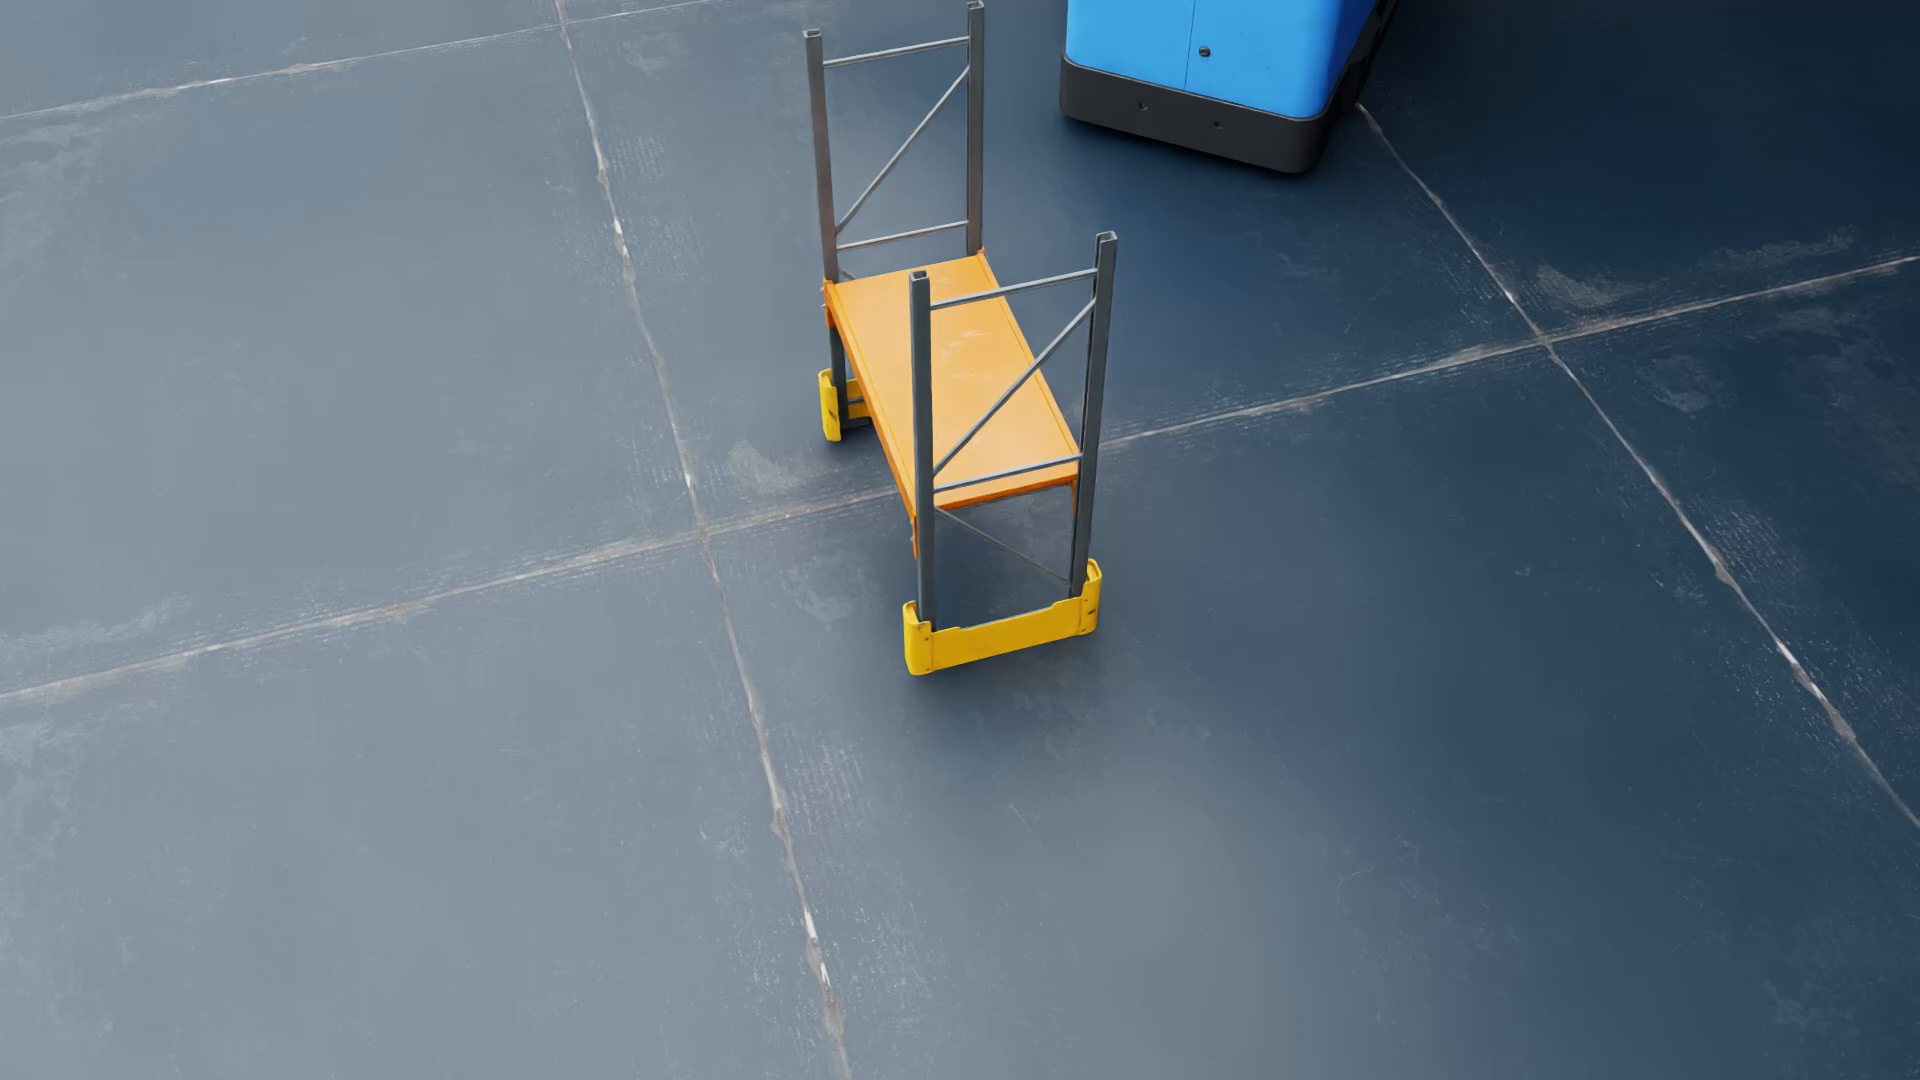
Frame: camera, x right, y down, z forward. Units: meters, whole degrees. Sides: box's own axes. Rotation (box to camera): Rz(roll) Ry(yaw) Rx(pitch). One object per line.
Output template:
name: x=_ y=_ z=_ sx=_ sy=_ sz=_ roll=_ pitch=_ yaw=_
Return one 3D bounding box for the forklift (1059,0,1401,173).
forklift: x=1.444 y=-3.491 z=6.276 sx=1.130 sy=2.935 sz=3.031 roll=18 pitch=52 yaw=15

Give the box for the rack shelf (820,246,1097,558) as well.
rack shelf: x=-0.025 y=-0.430 z=4.867 sx=0.538 sy=0.185 sz=1.000 roll=-13 pitch=51 yaw=-11

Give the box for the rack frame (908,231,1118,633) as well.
rack frame: x=0.125 y=-0.174 z=4.416 sx=0.500 sy=1.500 sz=0.032 roll=-13 pitch=51 yaw=-11

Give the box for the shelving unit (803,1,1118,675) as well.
shelving unit: x=-0.023 y=-0.539 z=4.724 sx=0.587 sy=1.500 sz=1.083 roll=-13 pitch=51 yaw=-11

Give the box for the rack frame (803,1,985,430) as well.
rack frame: x=-0.176 y=-0.917 z=5.042 sx=0.500 sy=1.500 sz=0.032 roll=-13 pitch=51 yaw=-11

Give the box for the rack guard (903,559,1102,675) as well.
rack guard: x=0.125 y=0.227 z=4.895 sx=0.587 sy=0.250 sz=0.087 roll=-13 pitch=51 yaw=-11

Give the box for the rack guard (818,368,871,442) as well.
rack guard: x=-0.170 y=-0.500 z=5.508 sx=0.587 sy=0.250 sz=0.087 roll=-13 pitch=51 yaw=-11
